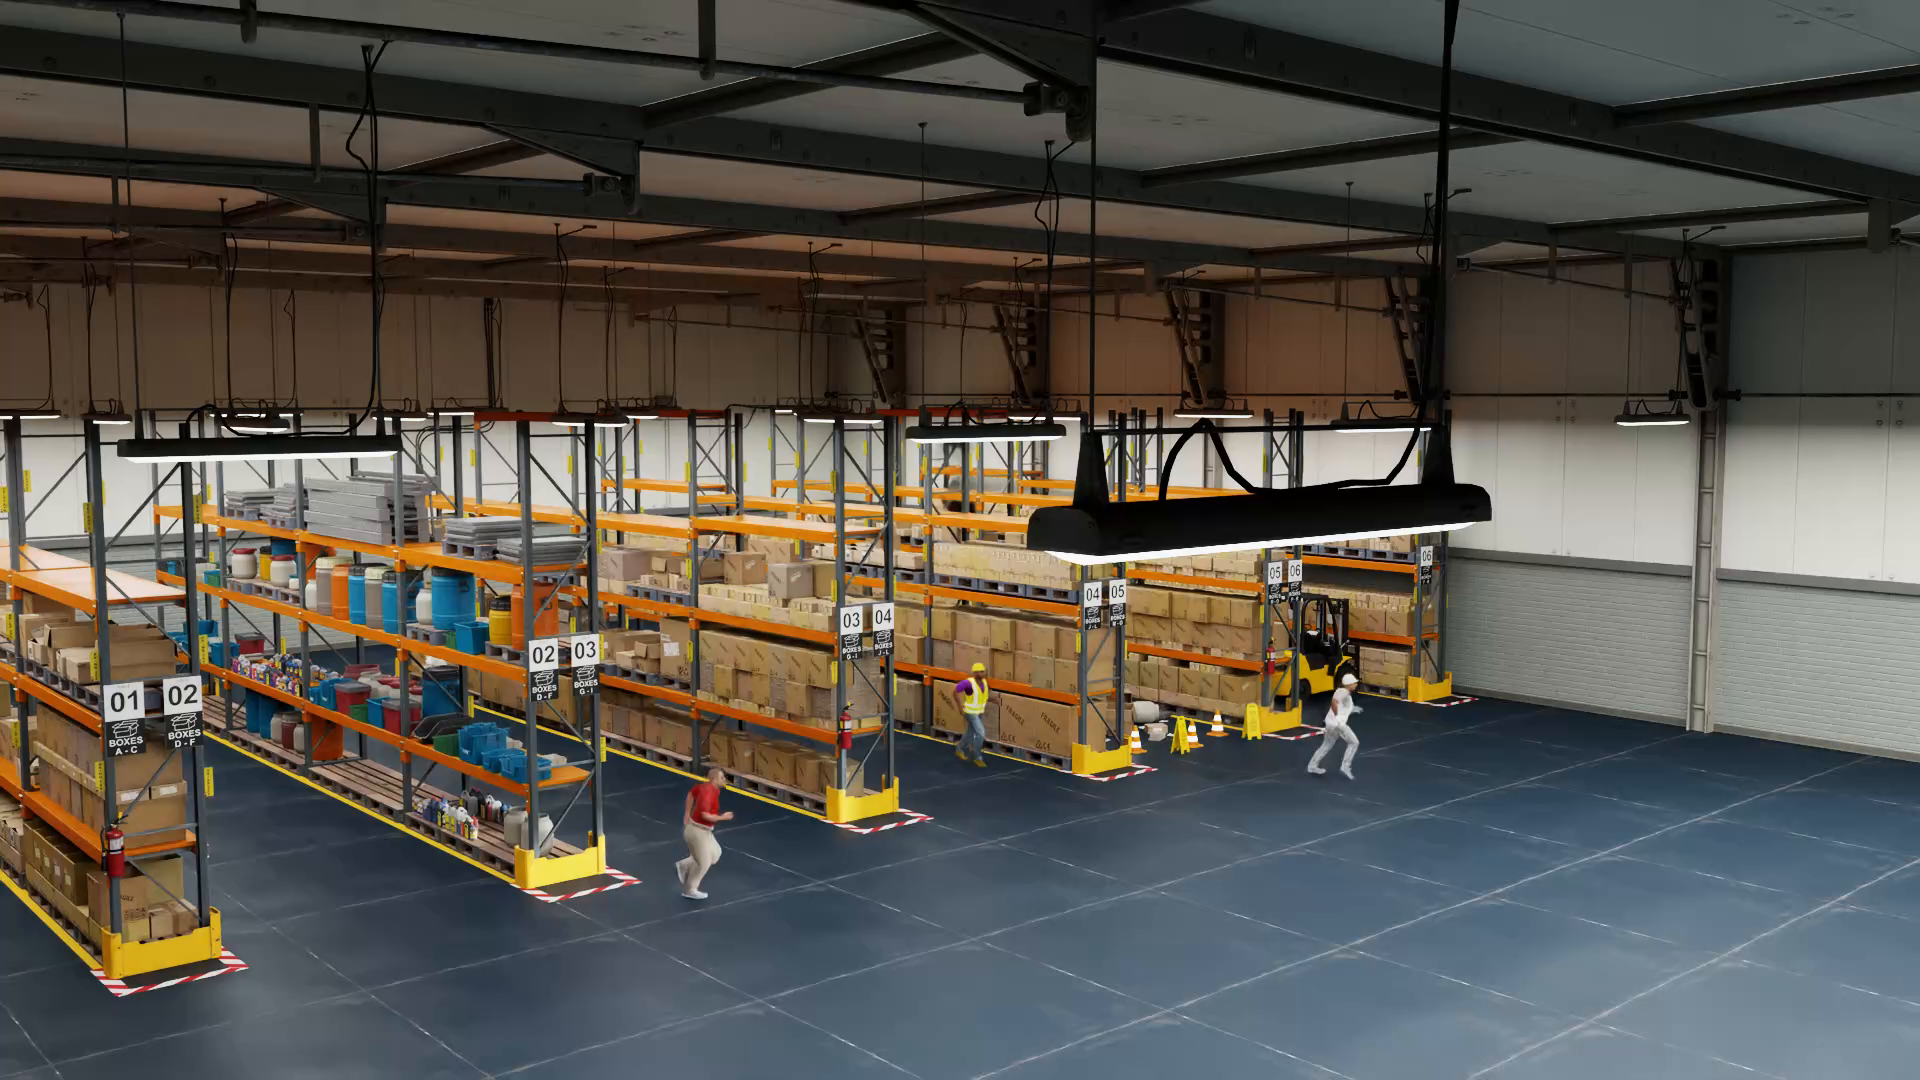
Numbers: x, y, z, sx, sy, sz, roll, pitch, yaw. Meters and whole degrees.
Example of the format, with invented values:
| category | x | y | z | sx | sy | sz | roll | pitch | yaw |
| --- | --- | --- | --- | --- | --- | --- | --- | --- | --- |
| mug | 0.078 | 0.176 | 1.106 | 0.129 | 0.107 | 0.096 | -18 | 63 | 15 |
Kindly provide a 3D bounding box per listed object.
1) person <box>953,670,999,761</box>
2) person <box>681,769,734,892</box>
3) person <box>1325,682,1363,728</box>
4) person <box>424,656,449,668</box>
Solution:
| category | x | y | z | sx | sy | sz | roll | pitch | yaw |
| --- | --- | --- | --- | --- | --- | --- | --- | --- | --- |
| person | 0.246 | 2.920 | 28.346 | 0.875 | 1.617 | 0.622 | 4 | 6 | 35 |
| person | -6.165 | 2.901 | 19.711 | 6.863 | 3.244 | 2.208 | -1 | 5 | -6 |
| person | 6.343 | 2.661 | 27.358 | 0.650 | 0.845 | 0.707 | 0 | 5 | 3 |
| person | -9.911 | 2.320 | 31.593 | 0.380 | 0.780 | 0.608 | 5 | 7 | 43 |
